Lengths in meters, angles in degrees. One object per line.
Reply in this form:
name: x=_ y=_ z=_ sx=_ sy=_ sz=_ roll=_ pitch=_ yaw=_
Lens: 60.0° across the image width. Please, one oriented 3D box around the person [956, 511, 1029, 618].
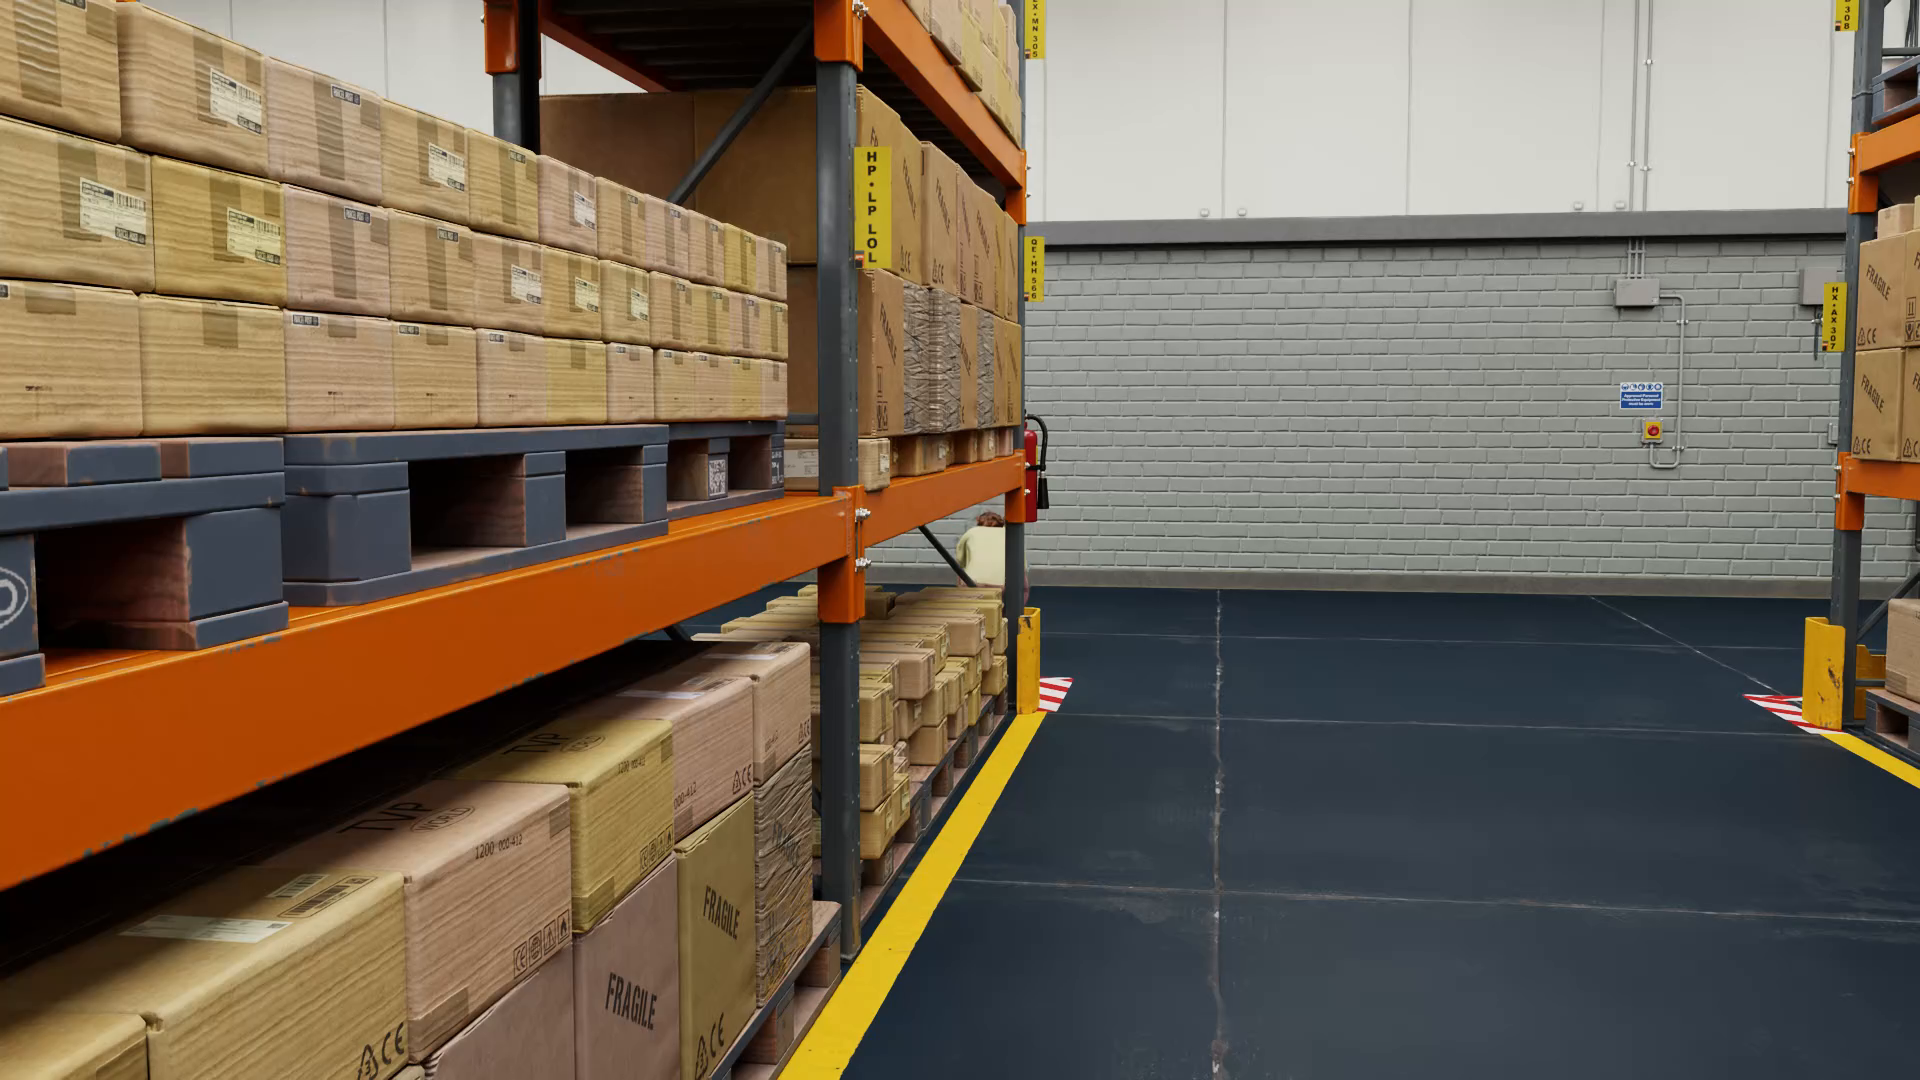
person: x=0.187 y=0.272 z=10.519 sx=0.480 sy=0.873 sz=0.801 roll=1 pitch=5 yaw=9
